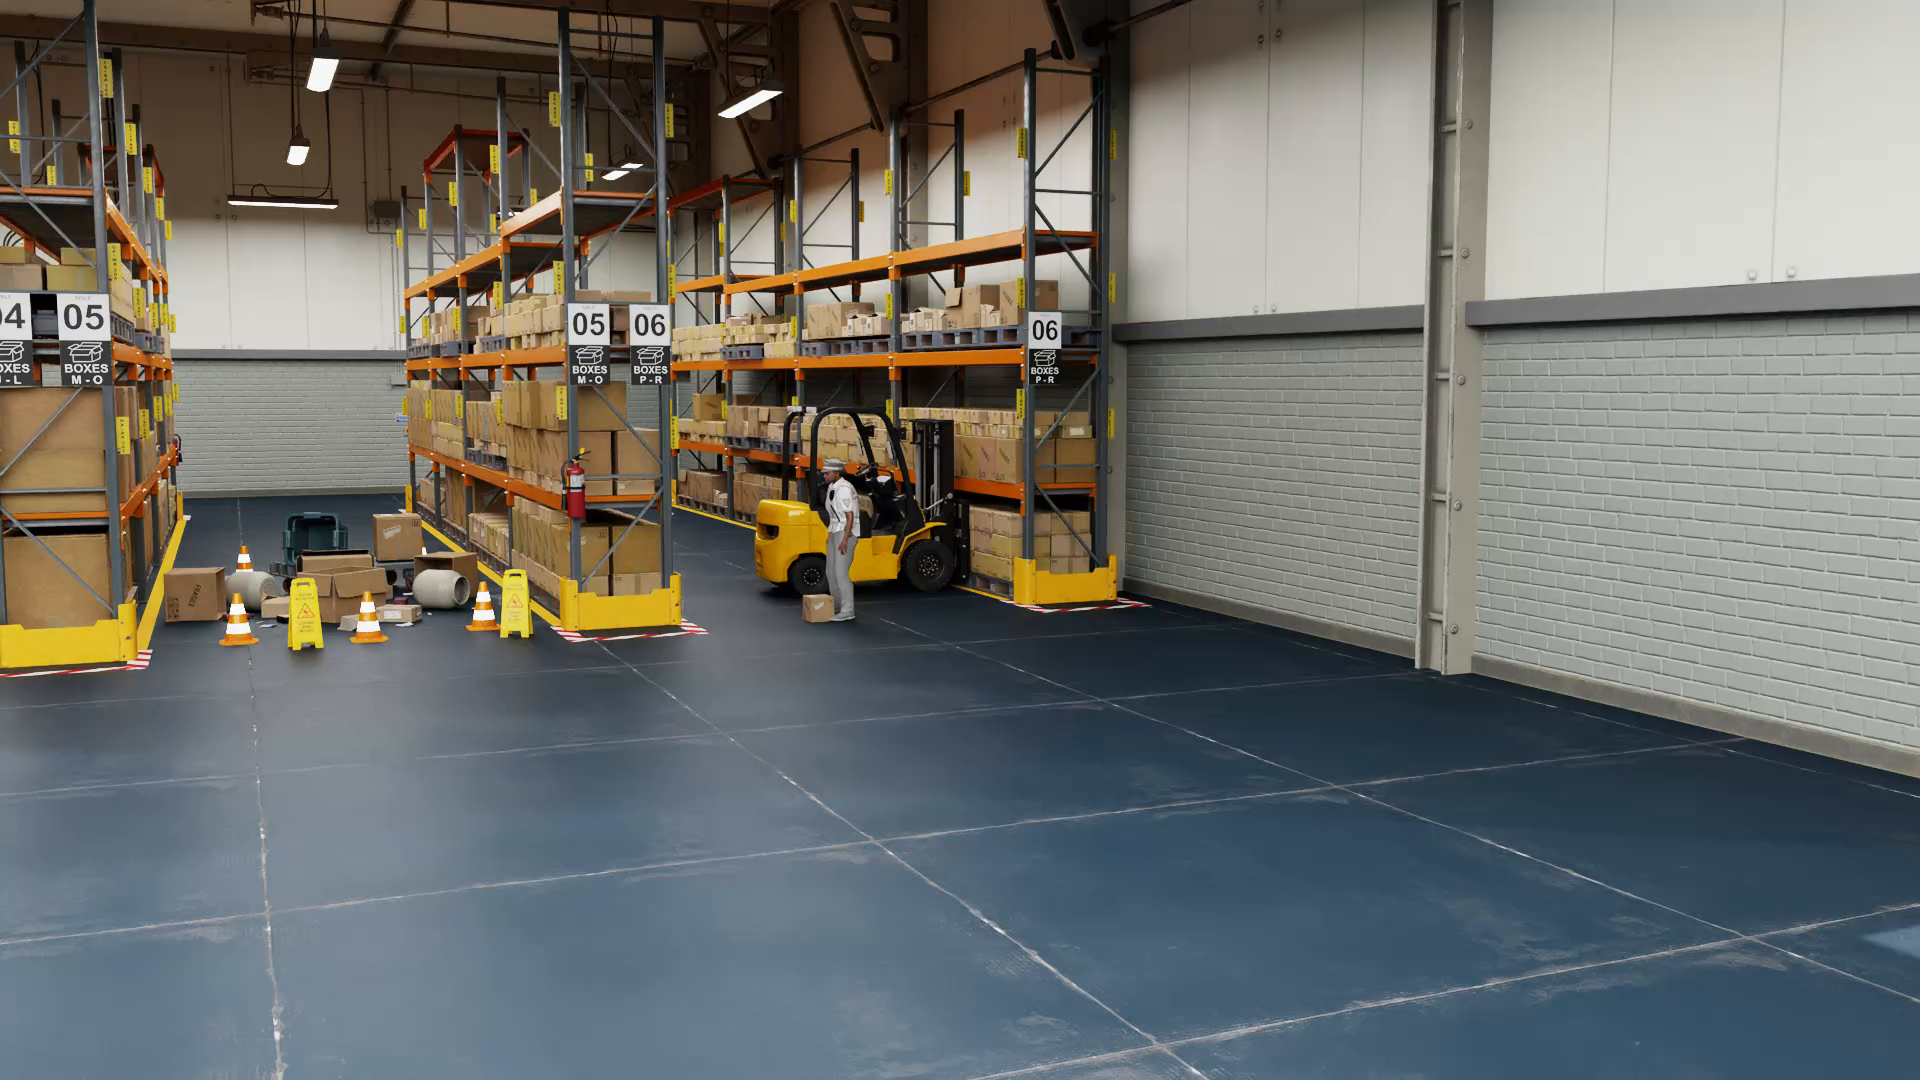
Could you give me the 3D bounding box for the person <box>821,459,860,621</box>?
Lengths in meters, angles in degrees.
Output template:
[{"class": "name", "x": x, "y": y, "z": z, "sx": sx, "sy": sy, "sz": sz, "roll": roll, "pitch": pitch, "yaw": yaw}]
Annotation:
[{"class": "person", "x": -1.242, "y": -0.010, "z": 17.115, "sx": 0.396, "sy": 1.658, "sz": 0.504, "roll": -2, "pitch": 6, "yaw": -23}]
